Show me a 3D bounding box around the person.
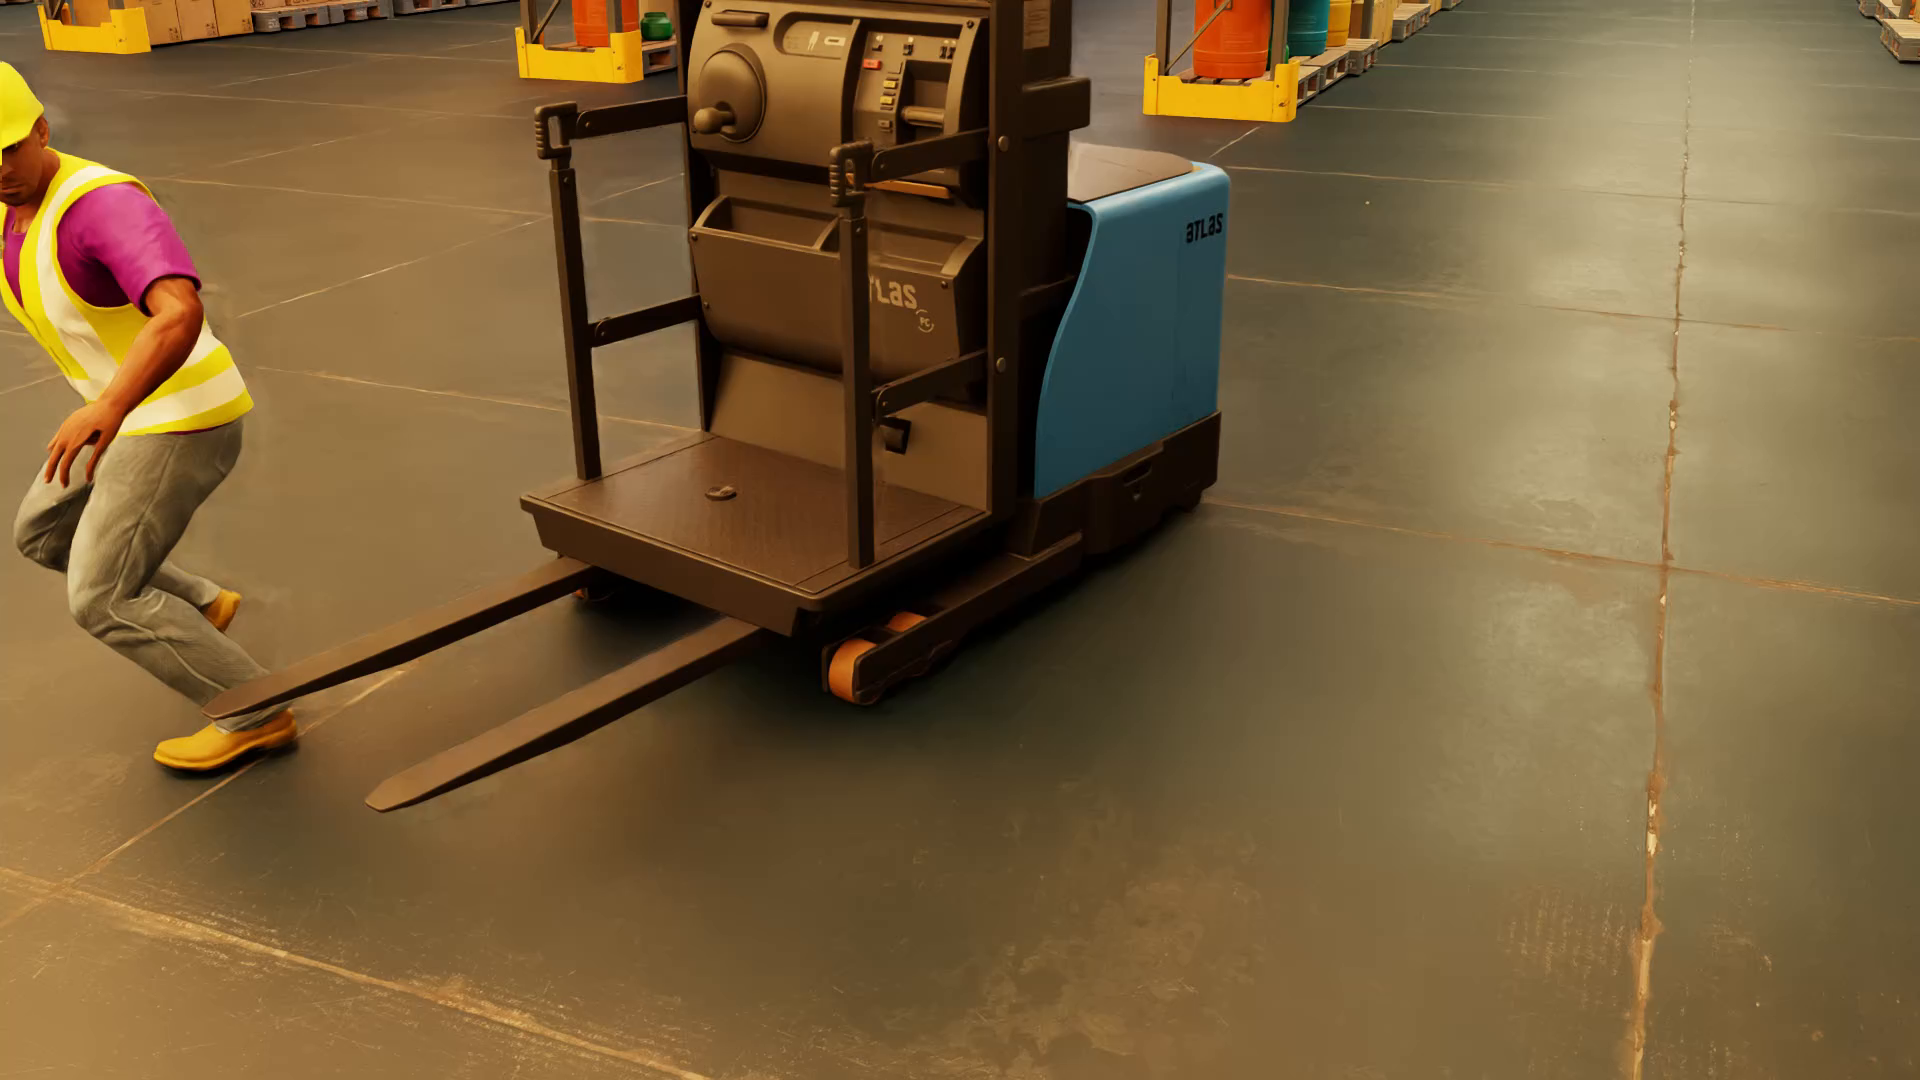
[{"bbox_3d":[-1.911,-0.274,3.784,0.507,1.652,1.049,-17,28,-34],"label":"person"}]

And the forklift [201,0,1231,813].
[{"bbox_3d":[-0.466,-1.157,4.061,1.130,2.935,3.031,17,28,34],"label":"forklift"}]
